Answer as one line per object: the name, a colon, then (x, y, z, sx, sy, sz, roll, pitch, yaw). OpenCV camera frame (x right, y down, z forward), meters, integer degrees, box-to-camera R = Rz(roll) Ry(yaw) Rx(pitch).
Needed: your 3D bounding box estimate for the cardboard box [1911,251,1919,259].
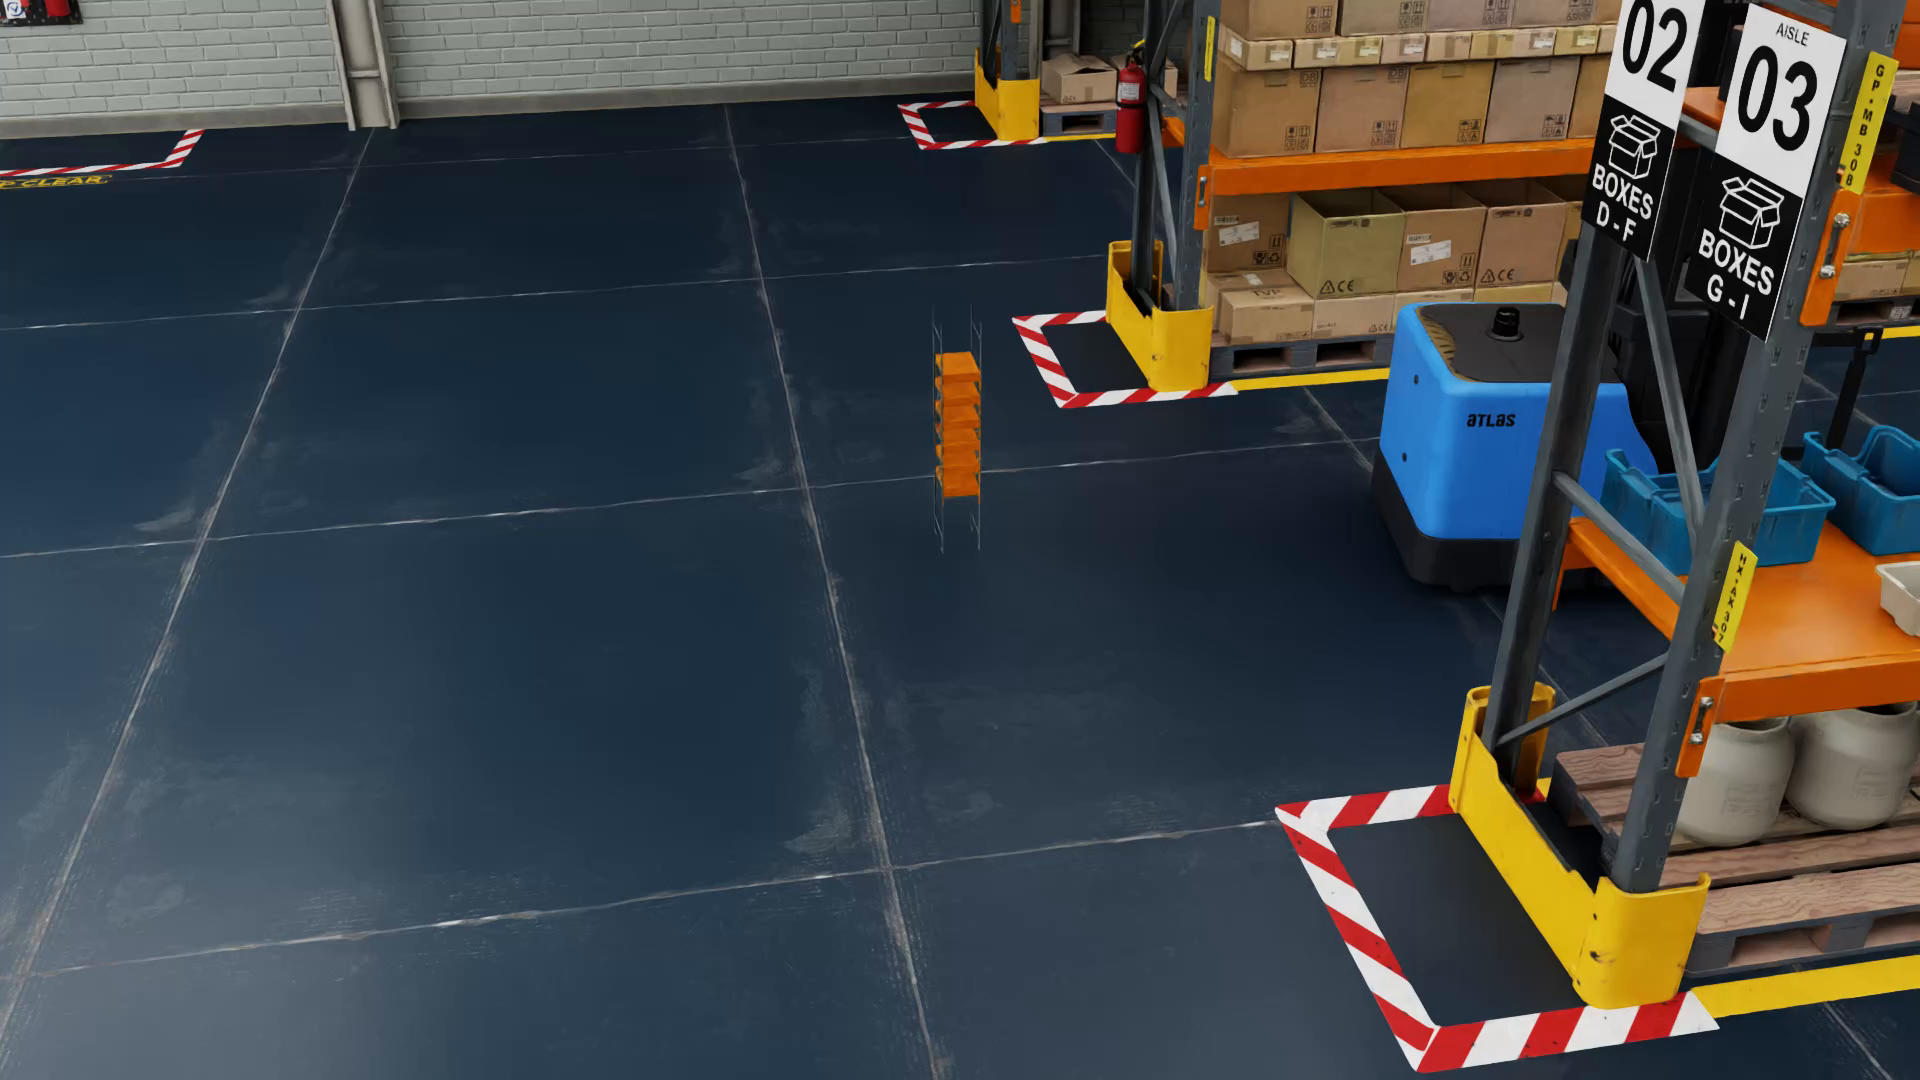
cardboard box: (6.099, -2.020, 10.470, 0.500, 0.311, 0.500, -6, 31, -10)

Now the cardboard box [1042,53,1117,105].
cardboard box: (1.021, -3.979, 14.276, 0.500, 0.311, 0.500, -9, 32, -15)

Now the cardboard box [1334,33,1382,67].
cardboard box: (2.150, -2.759, 9.244, 0.250, 0.149, 0.380, -5, 31, -9)

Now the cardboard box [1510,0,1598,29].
cardboard box: (3.238, -3.247, 9.434, 0.500, 0.500, 0.700, -5, 31, -9)

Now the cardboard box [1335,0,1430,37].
cardboard box: (2.250, -3.154, 9.277, 0.500, 0.500, 0.700, -6, 31, -10)

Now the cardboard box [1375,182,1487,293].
cardboard box: (2.768, -1.816, 9.938, 0.500, 0.500, 0.500, -5, 31, -9)

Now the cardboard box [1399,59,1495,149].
cardboard box: (2.687, -2.632, 9.669, 0.500, 0.500, 0.700, -5, 31, -9)

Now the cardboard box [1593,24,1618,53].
cardboard box: (3.676, -2.901, 9.486, 0.250, 0.149, 0.380, -4, 31, -7)

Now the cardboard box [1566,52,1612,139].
cardboard box: (3.707, -2.730, 9.834, 0.500, 0.500, 0.700, -5, 31, -8)

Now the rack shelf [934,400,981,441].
rack shelf: (-0.014, -0.581, 7.905, 0.180, 0.103, 0.258, -5, 31, -9)

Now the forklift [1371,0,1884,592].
forklift: (3.630, -1.256, 7.495, 3.031, 2.935, 1.130, 0, 30, 0)

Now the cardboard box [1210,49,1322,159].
cardboard box: (1.681, -2.540, 9.511, 0.500, 0.500, 0.700, -5, 31, -9)

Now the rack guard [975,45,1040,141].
rack guard: (0.399, -3.859, 14.320, 0.348, 0.500, 1.175, -5, 31, -9)

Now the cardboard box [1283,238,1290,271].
cardboard box: (2.184, -1.704, 10.487, 0.500, 0.250, 0.500, -5, 31, -9)

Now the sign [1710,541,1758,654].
sign: (2.203, 0.165, 4.737, 0.005, 0.325, 0.100, -5, 31, -9)

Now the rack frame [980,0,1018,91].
rack frame: (0.324, -4.930, 13.674, 0.127, 3.000, 1.000, -5, 31, -9)

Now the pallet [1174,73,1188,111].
pallet: (2.402, -3.901, 14.676, 1.213, 0.211, 1.003, -5, 31, -9)

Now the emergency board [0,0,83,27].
emergency board: (-7.483, -4.671, 13.234, 0.643, 1.169, 0.194, -5, 31, -9)

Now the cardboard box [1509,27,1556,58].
cardboard box: (3.157, -2.851, 9.401, 0.250, 0.149, 0.380, -5, 31, -8)

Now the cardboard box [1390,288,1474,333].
cardboard box: (2.771, -1.487, 10.118, 0.500, 0.250, 0.500, -5, 31, -9)

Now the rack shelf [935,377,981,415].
rack shelf: (-0.014, -0.684, 7.844, 0.180, 0.103, 0.258, -5, 31, -9)

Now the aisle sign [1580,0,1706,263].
aisle sign: (1.984, -1.252, 4.856, 0.004, 0.787, 0.394, -5, 31, -9)

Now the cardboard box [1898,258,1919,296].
cardboard box: (6.099, -1.780, 10.617, 0.500, 0.250, 0.500, -5, 31, -8)

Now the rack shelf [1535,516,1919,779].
rack shelf: (4.076, 0.137, 5.767, 4.000, 0.370, 1.077, -5, 31, -9)

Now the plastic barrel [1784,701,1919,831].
plastic barrel: (3.235, 0.757, 6.043, 0.421, 0.512, 0.421, 0, 30, 0)

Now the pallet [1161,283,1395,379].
pallet: (1.965, -1.349, 10.336, 1.213, 0.211, 1.003, -5, 31, -9)

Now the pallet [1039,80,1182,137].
pallet: (1.204, -3.791, 14.489, 1.213, 0.211, 1.003, -5, 31, -9)

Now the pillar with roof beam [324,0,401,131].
pillar with roof beam: (-4.270, -5.317, 8.414, 0.400, 9.000, 9.100, -5, 31, -9)

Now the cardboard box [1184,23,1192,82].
cardboard box: (2.312, -4.154, 14.388, 0.500, 0.500, 0.700, -7, 31, -12)

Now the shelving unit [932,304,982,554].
shelving unit: (-0.014, -0.516, 7.944, 0.189, 1.200, 0.258, -5, 31, -9)

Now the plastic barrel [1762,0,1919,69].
plastic barrel: (2.564, -1.757, 4.482, 0.708, 0.830, 0.600, -5, 31, -9)

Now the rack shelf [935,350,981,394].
rack shelf: (-0.014, -0.788, 7.784, 0.180, 0.103, 0.258, -5, 31, -9)

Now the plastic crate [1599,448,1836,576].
plastic crate: (2.547, -0.121, 5.643, 0.616, 0.251, 0.499, -5, 31, -9)

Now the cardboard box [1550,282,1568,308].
cardboard box: (3.755, -1.576, 10.270, 0.500, 0.250, 0.500, -5, 31, -9)

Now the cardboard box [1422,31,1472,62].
cardboard box: (2.660, -2.806, 9.325, 0.250, 0.149, 0.380, -6, 31, -11)

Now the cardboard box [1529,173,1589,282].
cardboard box: (3.753, -1.906, 10.090, 0.500, 0.500, 0.500, -5, 31, -9)

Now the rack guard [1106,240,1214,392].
rack guard: (1.196, -1.381, 10.105, 0.348, 0.500, 1.175, -5, 31, -9)

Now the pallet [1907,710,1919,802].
pallet: (4.172, 1.000, 6.341, 1.213, 0.211, 1.003, -5, 31, -9)

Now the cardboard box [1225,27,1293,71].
cardboard box: (1.645, -2.711, 9.163, 0.250, 0.149, 0.380, -6, 31, -9)

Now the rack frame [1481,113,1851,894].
rack frame: (2.108, 0.010, 5.274, 0.127, 3.000, 1.000, -5, 31, -9)

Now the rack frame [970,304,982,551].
rack frame: (0.076, -0.524, 7.958, 0.006, 1.200, 0.240, -5, 31, -9)

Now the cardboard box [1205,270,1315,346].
cardboard box: (1.787, -1.394, 9.960, 0.500, 0.250, 0.500, -5, 31, -9)

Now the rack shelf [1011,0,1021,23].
rack shelf: (2.291, -4.802, 14.167, 4.000, 0.370, 1.077, -5, 31, -9)
